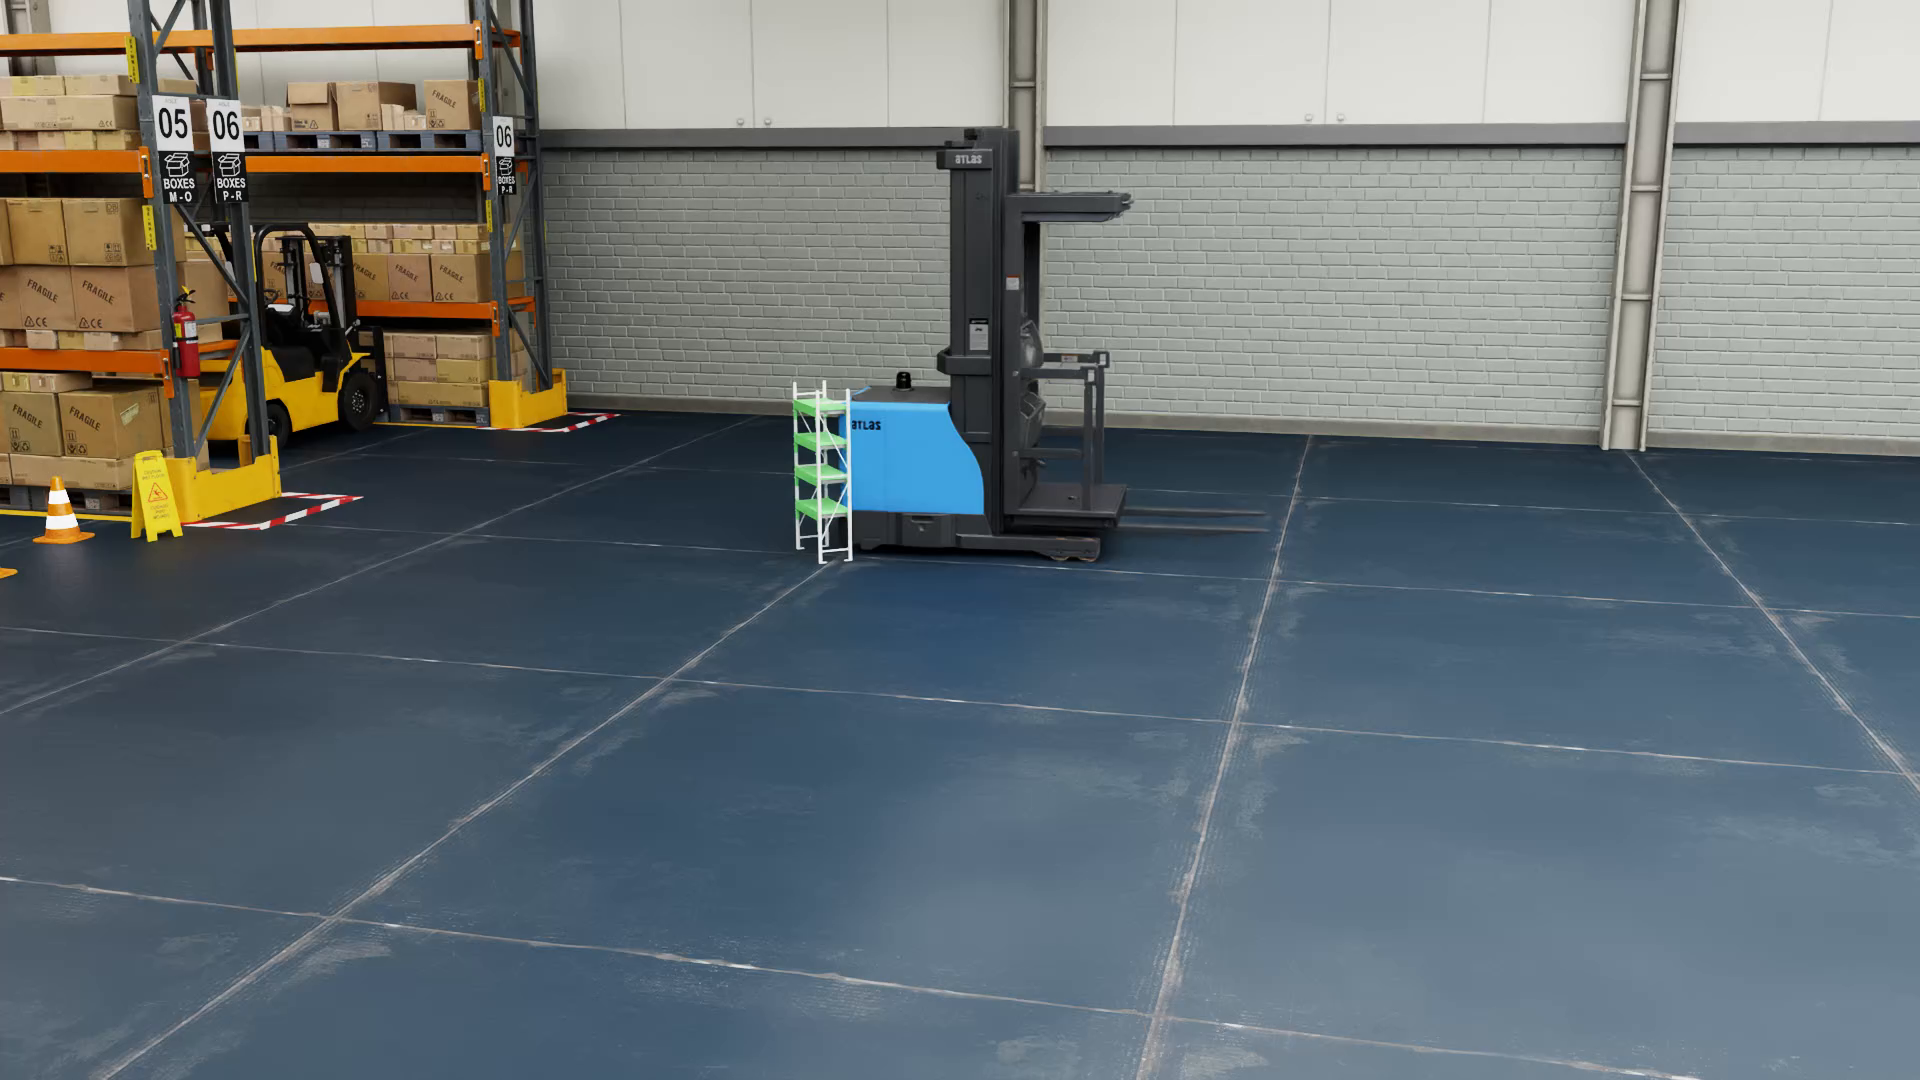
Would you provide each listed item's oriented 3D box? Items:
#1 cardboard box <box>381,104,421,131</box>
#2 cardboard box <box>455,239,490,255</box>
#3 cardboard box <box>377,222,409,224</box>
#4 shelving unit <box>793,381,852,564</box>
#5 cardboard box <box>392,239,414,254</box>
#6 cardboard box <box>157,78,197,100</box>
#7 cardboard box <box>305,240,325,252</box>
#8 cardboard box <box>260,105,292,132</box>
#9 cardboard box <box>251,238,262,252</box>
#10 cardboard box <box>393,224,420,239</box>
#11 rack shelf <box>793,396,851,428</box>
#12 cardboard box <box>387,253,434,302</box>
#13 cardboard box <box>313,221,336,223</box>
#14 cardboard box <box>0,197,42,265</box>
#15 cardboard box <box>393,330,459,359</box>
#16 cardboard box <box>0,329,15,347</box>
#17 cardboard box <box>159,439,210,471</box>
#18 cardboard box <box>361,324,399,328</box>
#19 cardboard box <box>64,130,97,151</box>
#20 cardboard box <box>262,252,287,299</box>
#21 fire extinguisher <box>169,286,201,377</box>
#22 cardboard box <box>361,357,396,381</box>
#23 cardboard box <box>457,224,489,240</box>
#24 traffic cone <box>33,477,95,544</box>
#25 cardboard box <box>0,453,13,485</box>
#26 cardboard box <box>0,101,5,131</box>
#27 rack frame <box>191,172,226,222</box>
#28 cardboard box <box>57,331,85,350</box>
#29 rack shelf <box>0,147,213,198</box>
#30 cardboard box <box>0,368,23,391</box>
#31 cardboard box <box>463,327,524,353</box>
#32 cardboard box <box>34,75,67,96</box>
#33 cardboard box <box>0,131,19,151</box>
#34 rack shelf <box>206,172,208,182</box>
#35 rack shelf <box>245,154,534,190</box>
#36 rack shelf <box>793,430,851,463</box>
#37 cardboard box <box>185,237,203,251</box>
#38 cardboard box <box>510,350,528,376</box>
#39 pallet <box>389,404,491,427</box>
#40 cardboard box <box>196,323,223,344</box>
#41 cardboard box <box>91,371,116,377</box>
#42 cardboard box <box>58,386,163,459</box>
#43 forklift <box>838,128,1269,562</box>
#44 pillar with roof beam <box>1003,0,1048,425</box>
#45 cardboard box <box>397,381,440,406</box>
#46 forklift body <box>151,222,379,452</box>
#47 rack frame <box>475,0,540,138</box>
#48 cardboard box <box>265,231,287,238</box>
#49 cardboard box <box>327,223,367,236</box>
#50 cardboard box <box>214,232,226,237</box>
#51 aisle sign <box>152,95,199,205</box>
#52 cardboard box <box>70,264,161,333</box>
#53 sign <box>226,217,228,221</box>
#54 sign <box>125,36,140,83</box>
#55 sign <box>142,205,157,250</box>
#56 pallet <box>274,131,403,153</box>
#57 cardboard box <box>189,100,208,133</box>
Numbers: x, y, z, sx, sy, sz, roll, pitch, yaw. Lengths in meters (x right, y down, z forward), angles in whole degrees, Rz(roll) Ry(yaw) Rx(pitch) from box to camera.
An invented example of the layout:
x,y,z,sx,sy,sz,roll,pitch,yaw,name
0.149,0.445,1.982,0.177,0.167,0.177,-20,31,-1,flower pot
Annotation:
x,y,z,sx,sy,sz,roll,pitch,yaw,name
-5.824,-4.411,17.375,0.258,0.266,0.396,3,13,14,cardboard box
-5.104,-3.091,17.511,0.250,0.149,0.380,3,13,14,cardboard box
-6.211,-3.429,18.351,0.250,0.149,0.380,3,13,12,cardboard box
-0.963,-0.482,11.636,0.258,1.200,0.503,-5,14,-23,shelving unit
-5.834,-3.139,17.730,0.250,0.149,0.380,3,13,13,cardboard box
-6.182,-3.515,12.963,0.250,0.149,0.380,3,13,13,cardboard box
-6.841,-3.183,17.927,0.250,0.149,0.380,3,13,12,cardboard box
-7.216,-4.486,17.711,0.258,0.266,0.396,3,13,12,cardboard box
-7.604,-3.218,18.086,0.250,0.149,0.380,3,13,15,cardboard box
-5.830,-3.294,17.740,0.250,0.149,0.380,3,13,14,cardboard box
-0.963,-0.888,11.546,0.258,0.148,0.480,-5,14,-23,rack shelf
-5.742,-2.814,17.762,0.500,0.500,0.500,3,13,15,cardboard box
-6.966,-3.458,18.481,0.250,0.149,0.380,3,13,13,cardboard box
-7.444,-2.418,12.980,0.500,0.500,0.700,3,13,13,cardboard box
-5.719,-2.101,17.847,0.500,0.250,0.500,3,13,15,cardboard box
-7.559,-1.626,13.216,0.250,0.149,0.380,3,13,13,cardboard box
-6.603,-0.685,13.774,0.500,0.250,0.500,3,13,13,cardboard box
-6.586,-2.263,18.580,0.500,0.250,0.500,3,13,12,cardboard box
-6.549,-3.030,12.619,0.250,0.149,0.380,3,13,14,cardboard box
-7.214,-2.895,18.127,0.500,0.500,0.500,3,13,13,cardboard box
-5.885,-1.582,12.616,0.183,0.674,0.296,3,13,14,fire extinguisher
-6.238,-1.883,18.021,0.500,0.250,0.500,3,13,12,cardboard box
-5.098,-3.251,17.547,0.250,0.149,0.380,3,13,14,cardboard box
-6.612,-0.235,12.224,0.334,0.463,0.336,3,13,14,traffic cone
-7.746,-0.625,13.503,0.500,0.250,0.500,3,13,12,cardboard box
-7.440,-3.281,12.830,0.500,0.250,0.500,3,13,15,cardboard box
-8.584,-2.974,18.712,0.127,3.000,1.000,3,13,14,rack frame
-6.817,-1.582,13.017,0.250,0.149,0.380,3,13,13,cardboard box
-7.828,-2.939,13.292,4.000,0.370,1.077,3,13,14,rack shelf
-7.597,-1.287,13.259,0.250,0.149,0.380,4,13,16,cardboard box
-5.122,-2.182,18.213,0.500,0.250,0.500,3,13,13,cardboard box
-6.778,-3.440,12.625,0.250,0.149,0.380,3,13,13,cardboard box
-7.282,-3.081,12.849,0.250,0.149,0.380,3,13,13,cardboard box
-10.525,-4.191,18.933,4.000,0.370,1.077,3,13,14,rack shelf
-6.642,-3.983,17.998,4.000,0.370,1.077,3,13,14,rack shelf
-0.963,-0.654,11.598,0.258,0.148,0.480,-5,14,-23,rack shelf
-8.337,-3.267,18.307,0.250,0.149,0.380,3,13,13,cardboard box
-5.107,-1.941,18.282,0.500,0.250,0.500,3,13,15,cardboard box
-5.453,-1.436,18.218,1.213,0.211,1.003,3,13,14,pallet
-6.166,-1.661,13.374,0.250,0.149,0.380,3,13,14,cardboard box
-9.845,-2.086,19.224,0.625,0.625,0.875,3,13,13,cardboard box
-6.726,-0.938,13.182,0.500,0.500,0.500,3,13,14,cardboard box
0.695,-1.399,11.773,3.031,2.935,1.130,2,13,9,forklift
-0.367,-4.704,12.660,0.400,9.000,9.100,3,13,14,pillar with roof beam
-5.713,-1.615,17.965,0.500,0.250,0.500,3,13,14,cardboard box
-6.978,-2.067,16.583,1.214,2.155,2.313,3,13,14,forklift body
-4.700,-5.695,17.127,0.127,3.000,1.000,3,13,14,rack frame
-7.336,-3.357,18.024,0.250,0.149,0.380,3,13,13,cardboard box
-6.589,-3.330,17.901,0.250,0.149,0.380,3,13,14,cardboard box
-8.065,-3.415,18.284,0.250,0.149,0.380,3,13,14,cardboard box
-5.895,-2.927,12.500,0.004,0.787,0.394,3,13,14,aisle sign
-6.479,-1.887,12.894,0.500,0.500,0.500,3,13,13,cardboard box
-8.452,-3.552,19.136,0.005,0.325,0.100,3,13,14,sign
-6.038,-3.503,12.129,0.005,0.325,0.100,3,13,14,sign
-6.038,-2.326,12.390,0.005,0.325,0.100,3,13,14,sign
-6.569,-4.292,17.935,1.213,0.211,1.003,3,13,14,pallet
-6.310,-3.341,13.100,0.500,0.250,0.500,3,13,13,cardboard box
